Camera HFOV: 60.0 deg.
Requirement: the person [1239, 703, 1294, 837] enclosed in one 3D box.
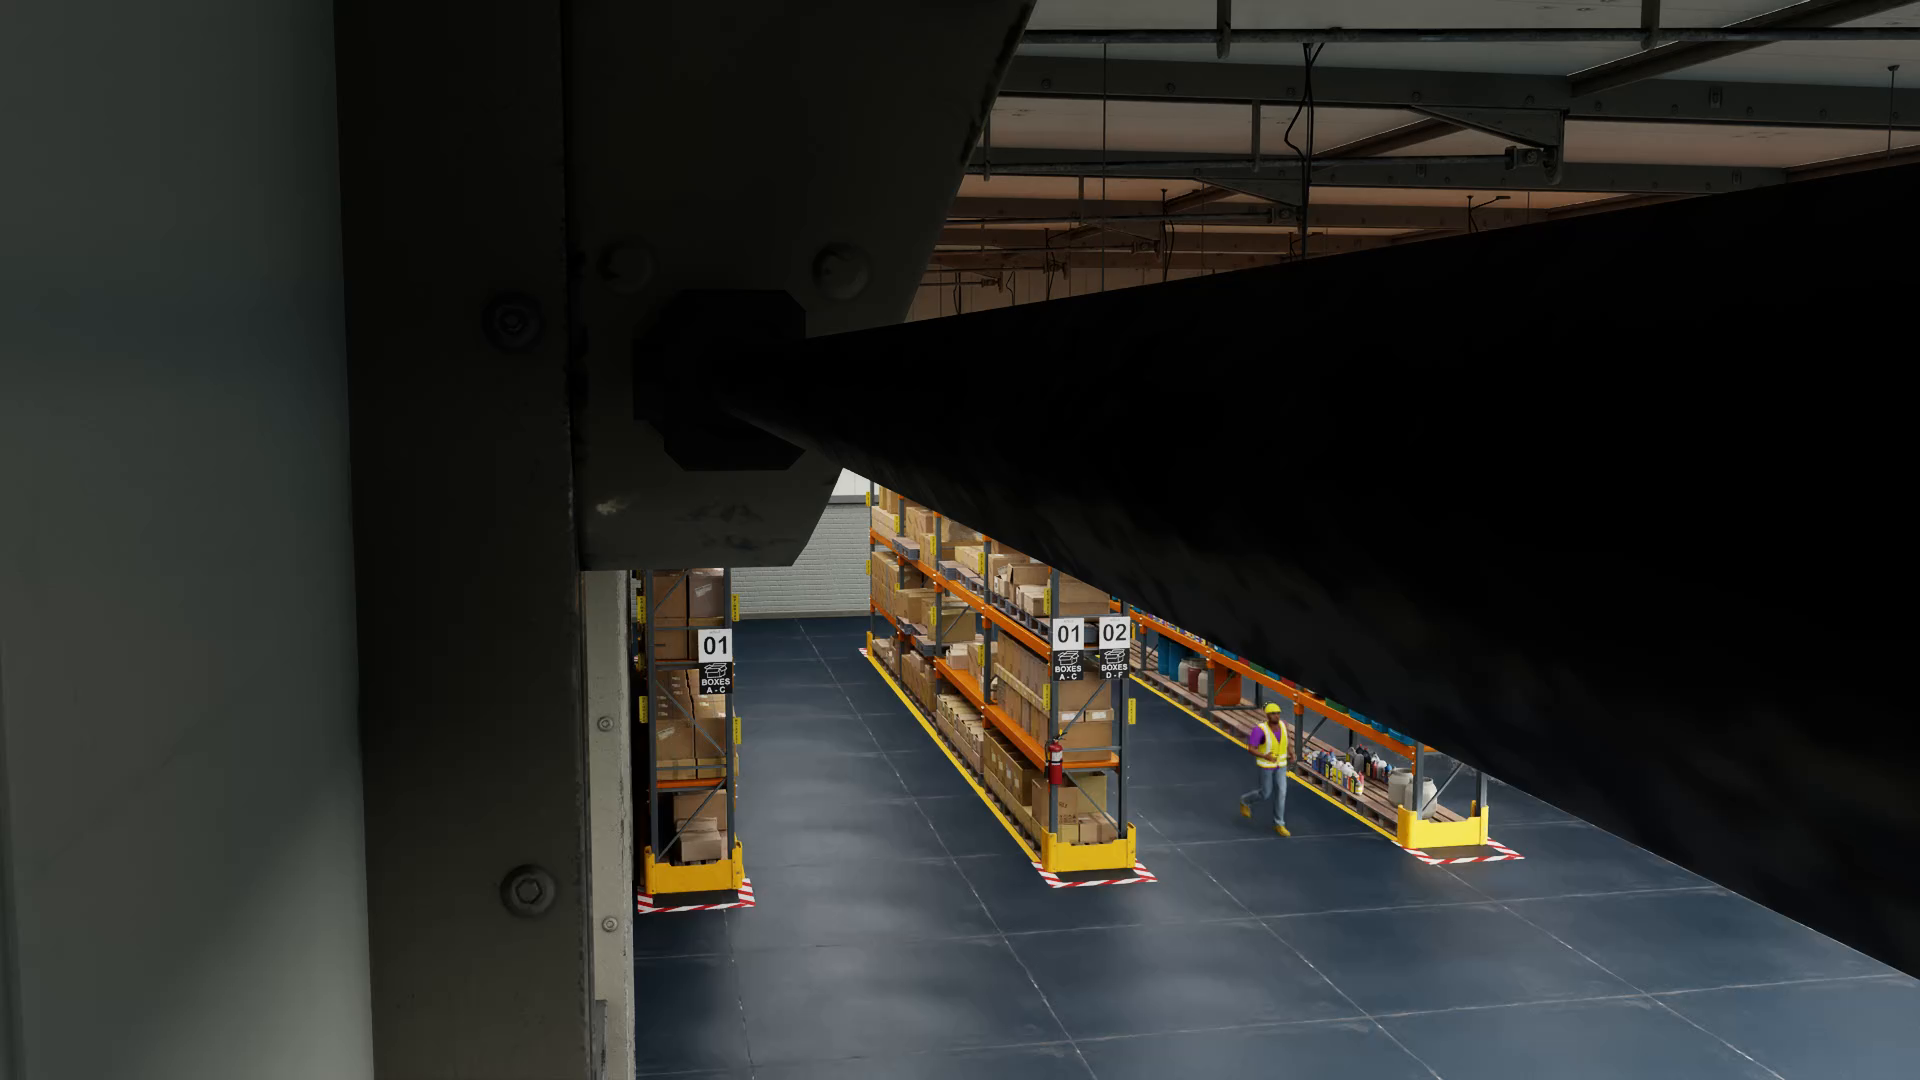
[{"bbox_3d":[4.239,3.081,22.724,0.709,1.744,0.909,-3,6,-23],"label":"person"}]
